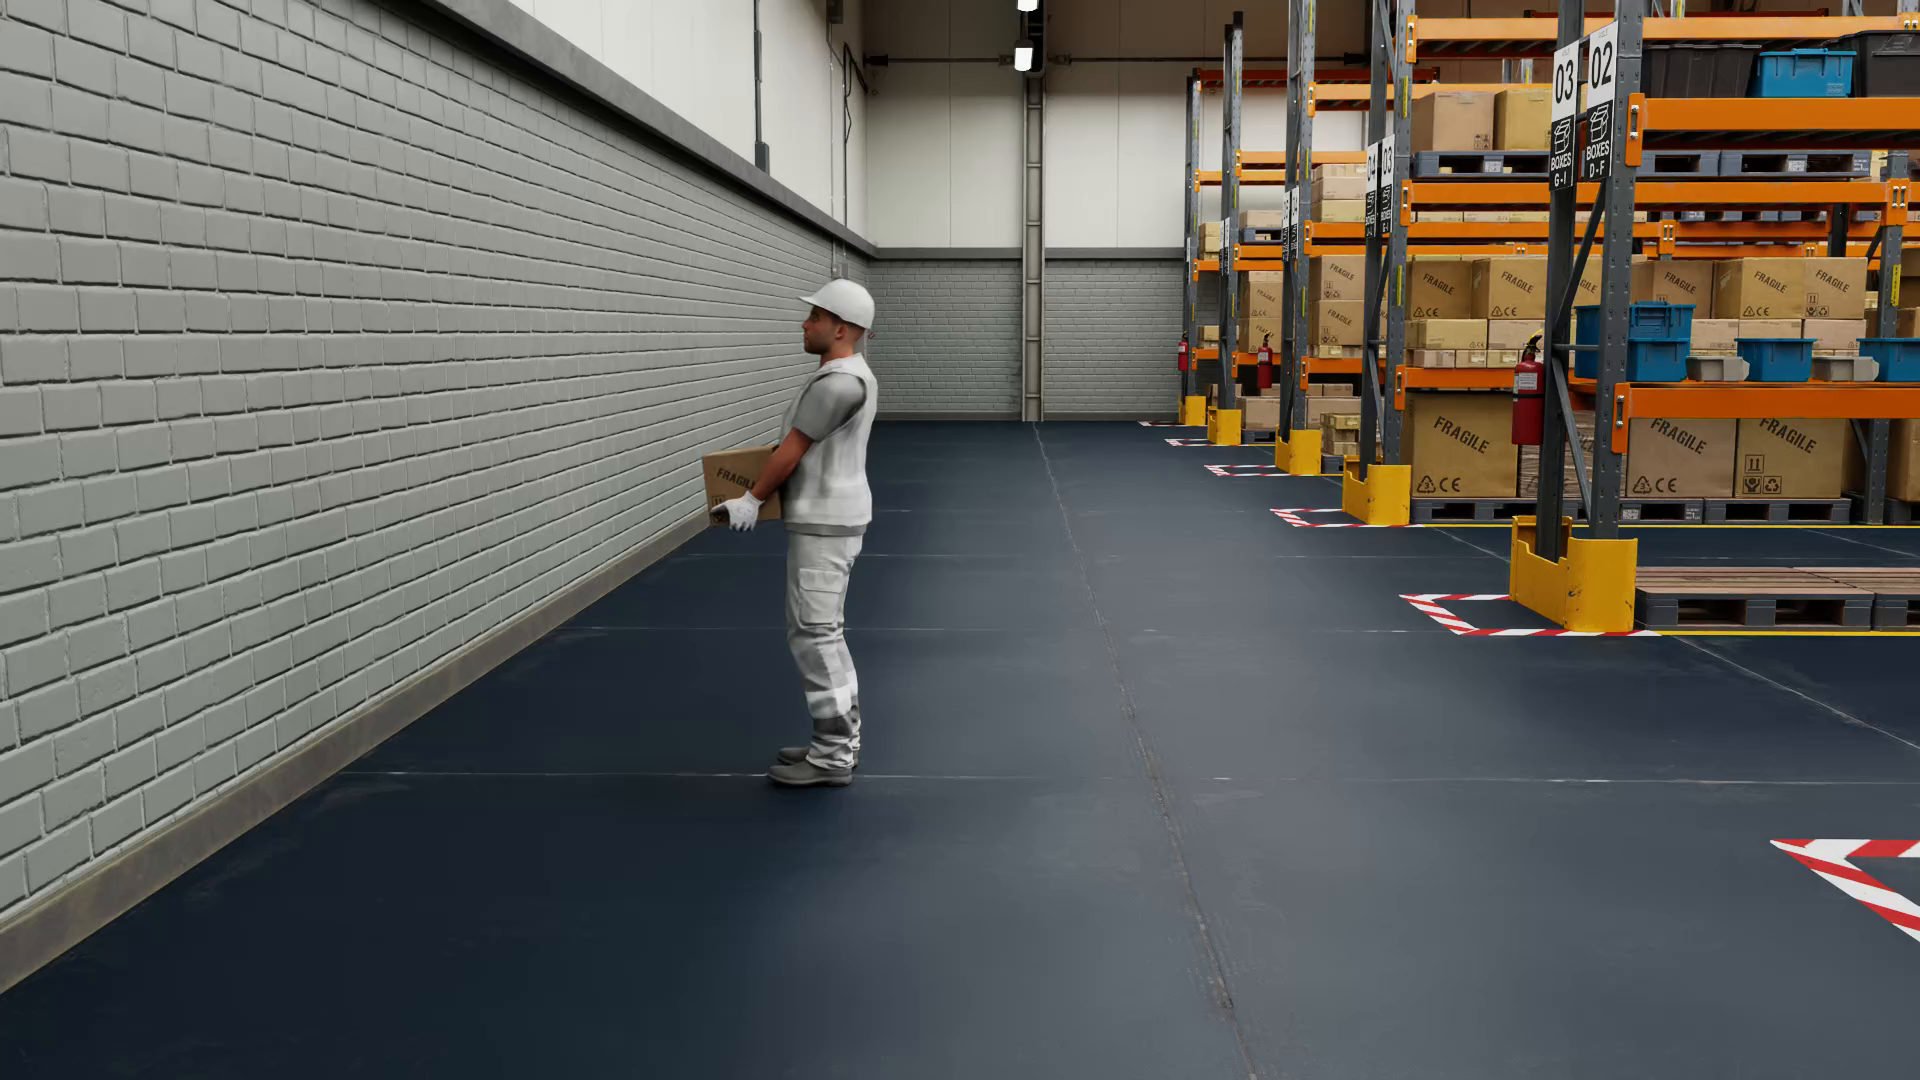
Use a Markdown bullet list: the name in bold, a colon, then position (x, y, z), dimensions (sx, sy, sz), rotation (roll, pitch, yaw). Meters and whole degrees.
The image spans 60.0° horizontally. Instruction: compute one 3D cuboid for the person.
- **person**: position (-0.583, -0.028, 5.918), dimensions (0.573, 1.782, 0.493), rotation (0, 7, 2)
